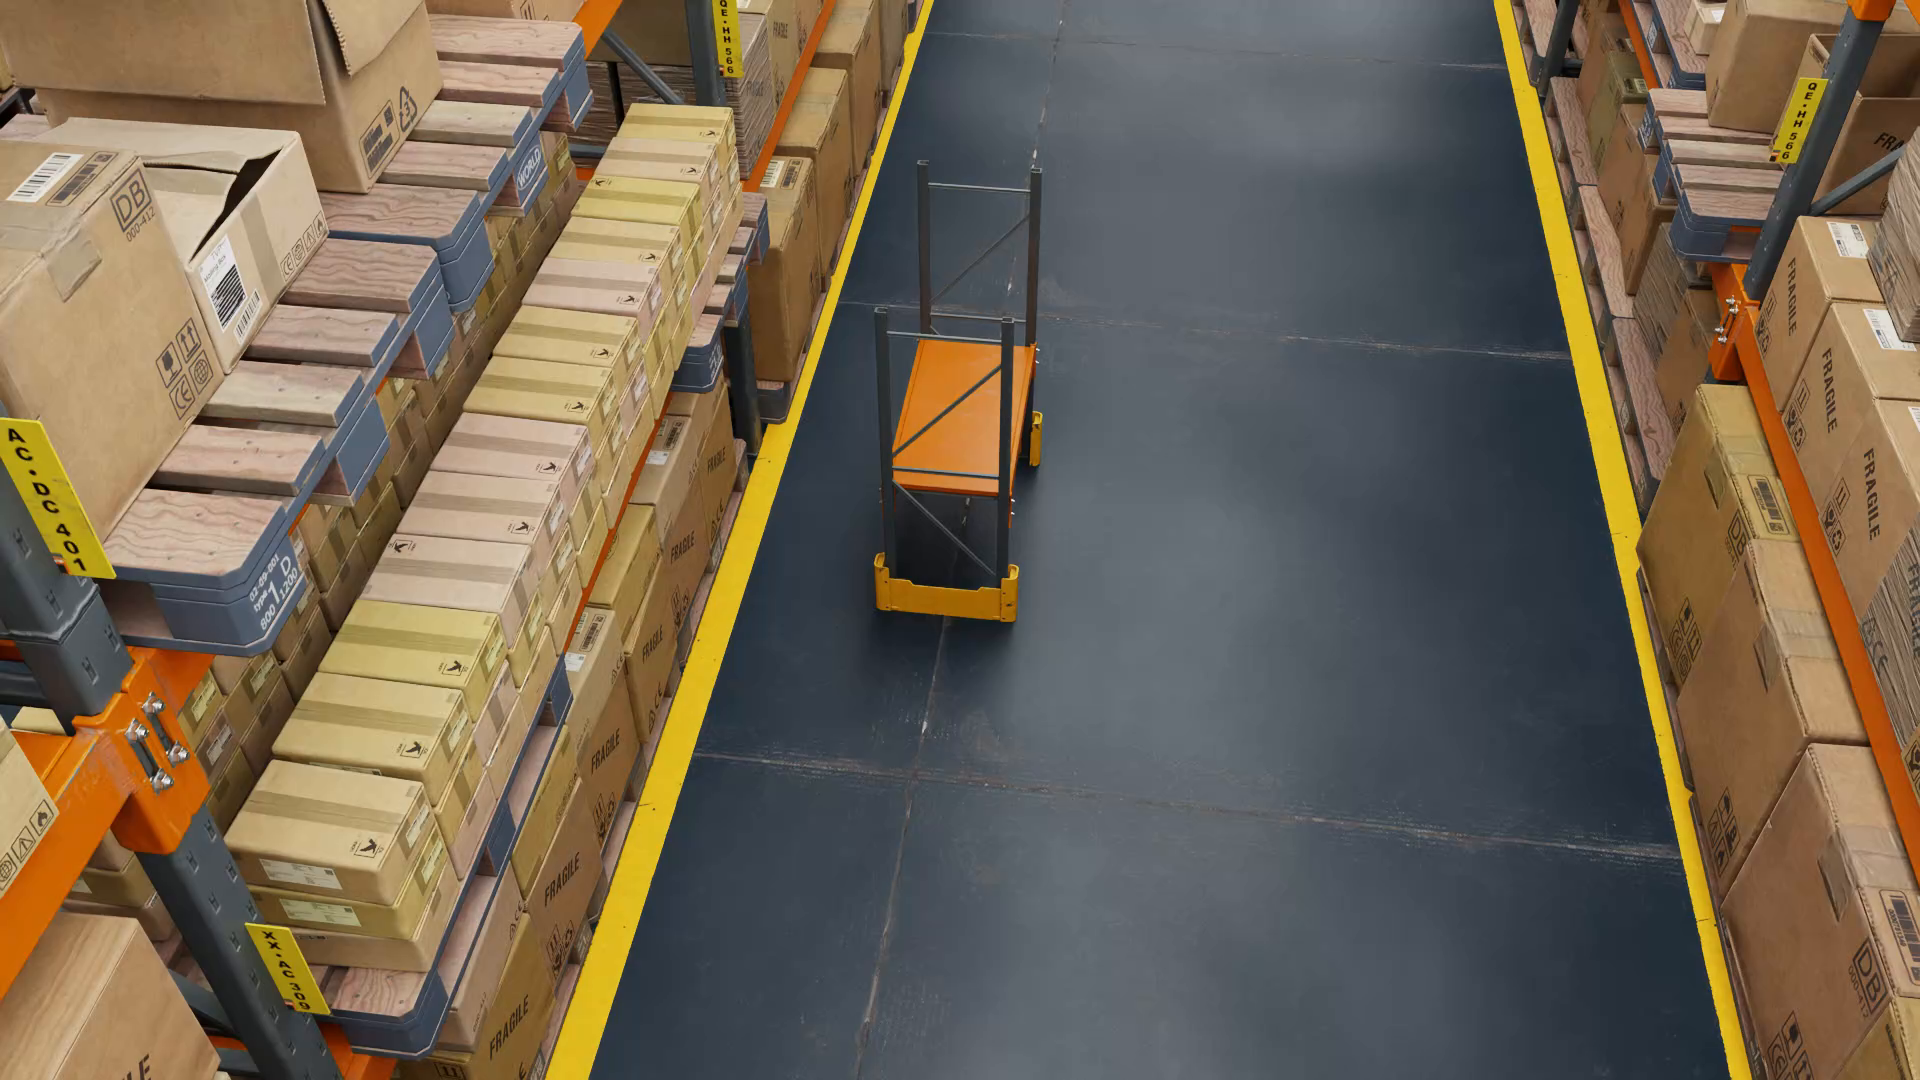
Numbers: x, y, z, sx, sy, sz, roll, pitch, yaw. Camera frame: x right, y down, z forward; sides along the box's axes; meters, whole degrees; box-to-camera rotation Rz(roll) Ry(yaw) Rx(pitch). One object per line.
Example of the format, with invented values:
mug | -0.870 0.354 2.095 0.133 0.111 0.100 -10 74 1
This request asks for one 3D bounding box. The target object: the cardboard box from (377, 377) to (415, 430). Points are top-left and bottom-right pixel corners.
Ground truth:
cardboard box | -1.882 -0.469 5.008 0.380 0.149 0.250 5 44 5

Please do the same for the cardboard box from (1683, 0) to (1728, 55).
cardboard box | 3.436 -2.299 7.289 0.396 0.266 0.258 4 44 4

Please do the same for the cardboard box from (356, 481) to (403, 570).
cardboard box | -1.924 -0.066 5.015 0.380 0.149 0.250 7 44 7

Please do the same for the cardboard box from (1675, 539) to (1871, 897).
cardboard box | 3.246 0.660 5.611 1.225 0.875 0.875 5 44 6

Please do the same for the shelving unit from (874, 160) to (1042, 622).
shelving unit | 0.010 -0.597 6.789 0.587 1.500 1.083 5 44 6

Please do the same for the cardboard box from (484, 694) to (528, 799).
cardboard box | -1.373 0.525 4.392 0.380 0.149 0.250 6 44 6

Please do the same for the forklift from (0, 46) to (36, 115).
forklift | -3.320 -2.101 7.337 1.130 2.935 3.031 4 44 4

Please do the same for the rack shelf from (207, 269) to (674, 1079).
rack shelf | -1.685 0.070 5.517 1.077 0.370 4.000 5 44 6

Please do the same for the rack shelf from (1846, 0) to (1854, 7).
rack shelf | 3.747 -3.225 6.816 1.077 0.370 4.000 5 44 6

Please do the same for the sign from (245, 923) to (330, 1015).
sign | -1.410 0.902 3.486 0.100 0.325 0.005 5 44 6

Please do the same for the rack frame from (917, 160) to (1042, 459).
rack frame | 0.078 -0.949 7.162 0.500 1.500 0.032 5 44 6

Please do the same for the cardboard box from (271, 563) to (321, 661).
cardboard box | -1.991 0.178 4.541 0.380 0.149 0.250 4 44 4

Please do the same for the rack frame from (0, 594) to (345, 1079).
rack frame | -1.949 1.172 3.831 1.000 3.000 0.127 5 44 6

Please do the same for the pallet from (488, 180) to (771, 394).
pallet | -1.409 -0.989 6.252 1.213 0.211 1.003 5 44 6

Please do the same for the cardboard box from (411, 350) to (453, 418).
cardboard box | -1.852 -0.534 5.294 0.380 0.149 0.250 5 44 5

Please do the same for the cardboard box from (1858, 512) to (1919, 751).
cardboard box | 2.951 0.278 4.703 0.500 0.500 0.500 5 44 6

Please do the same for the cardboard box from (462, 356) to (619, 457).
cardboard box | -1.239 -0.397 4.933 0.380 0.149 0.250 6 44 7

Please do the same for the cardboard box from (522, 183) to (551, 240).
cardboard box | -1.717 -1.227 6.025 0.380 0.149 0.250 7 44 8

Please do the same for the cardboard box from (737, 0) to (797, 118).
cardboard box | -1.029 -2.219 7.339 0.500 0.500 0.500 5 44 5

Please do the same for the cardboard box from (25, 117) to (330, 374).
cardboard box | -1.625 -0.618 3.299 0.500 0.311 0.500 5 44 5

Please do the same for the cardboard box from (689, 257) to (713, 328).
cardboard box | -1.098 -0.893 5.889 0.380 0.149 0.250 6 44 6

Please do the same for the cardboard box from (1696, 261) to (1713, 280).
cardboard box | 3.602 -1.381 7.479 0.500 0.250 0.500 10 44 10

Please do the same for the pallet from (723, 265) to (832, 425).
pallet | -1.241 -1.072 8.229 1.003 0.211 1.213 5 44 6

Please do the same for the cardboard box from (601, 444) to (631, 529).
cardboard box | -1.237 -0.178 5.133 0.380 0.149 0.250 3 44 4

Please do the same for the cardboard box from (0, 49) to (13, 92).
cardboard box | -5.970 -3.012 9.855 0.950 0.372 0.625 8 44 8

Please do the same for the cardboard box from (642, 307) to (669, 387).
cardboard box | -1.169 -0.644 5.409 0.380 0.149 0.250 5 44 5

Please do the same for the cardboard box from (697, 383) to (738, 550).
cardboard box | -1.248 -0.327 6.926 0.500 0.500 0.500 5 44 5

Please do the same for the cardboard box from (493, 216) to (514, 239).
cardboard box | -1.743 -1.184 5.763 0.380 0.149 0.250 5 44 5

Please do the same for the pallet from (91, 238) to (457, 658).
pallet | -1.762 -0.260 3.298 1.213 0.211 1.003 5 44 6

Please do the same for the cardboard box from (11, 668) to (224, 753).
cardboard box | -2.055 0.420 4.069 0.380 0.149 0.250 4 44 4

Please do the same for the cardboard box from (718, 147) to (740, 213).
cardboard box | -1.034 -1.345 6.150 0.380 0.149 0.250 6 44 6

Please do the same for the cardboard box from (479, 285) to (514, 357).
cardboard box | -1.784 -0.778 5.767 0.380 0.149 0.250 7 44 7

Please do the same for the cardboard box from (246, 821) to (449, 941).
cardboard box | -1.441 0.776 3.910 0.380 0.149 0.250 6 44 6

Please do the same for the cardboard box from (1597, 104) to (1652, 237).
cardboard box | 3.754 -1.891 8.564 0.700 0.500 0.500 2 43 2

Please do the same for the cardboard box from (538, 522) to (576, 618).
cardboard box | -1.308 0.062 4.664 0.380 0.149 0.250 7 44 7

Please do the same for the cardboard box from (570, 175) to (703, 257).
cardboard box | -1.101 -1.106 5.681 0.380 0.149 0.250 6 44 7

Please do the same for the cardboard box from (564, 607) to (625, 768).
cardboard box | -1.450 0.465 5.545 0.500 0.250 0.500 7 44 7

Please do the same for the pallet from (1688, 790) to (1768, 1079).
pallet | 3.140 1.338 5.684 1.003 0.211 1.213 5 44 6

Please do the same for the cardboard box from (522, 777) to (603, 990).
cardboard box | -1.520 1.087 5.433 0.500 0.500 0.500 7 44 7

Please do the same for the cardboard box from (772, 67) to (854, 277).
cardboard box | -1.138 -1.893 8.398 1.050 0.750 0.750 6 44 6

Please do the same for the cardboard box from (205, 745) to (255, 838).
cardboard box | -2.059 0.645 4.265 0.380 0.149 0.250 5 44 6

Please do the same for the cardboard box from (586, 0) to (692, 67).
cardboard box | -1.351 -2.259 6.654 0.700 0.500 0.500 5 44 5

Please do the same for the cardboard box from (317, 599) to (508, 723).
cardboard box | -1.374 0.303 4.193 0.380 0.149 0.250 6 44 6

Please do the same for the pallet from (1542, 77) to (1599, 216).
pallet | 3.910 -2.217 9.438 1.003 0.211 1.213 5 44 6

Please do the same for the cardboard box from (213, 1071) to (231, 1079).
cardboard box | -1.733 1.383 3.319 0.500 0.500 0.500 5 44 6
